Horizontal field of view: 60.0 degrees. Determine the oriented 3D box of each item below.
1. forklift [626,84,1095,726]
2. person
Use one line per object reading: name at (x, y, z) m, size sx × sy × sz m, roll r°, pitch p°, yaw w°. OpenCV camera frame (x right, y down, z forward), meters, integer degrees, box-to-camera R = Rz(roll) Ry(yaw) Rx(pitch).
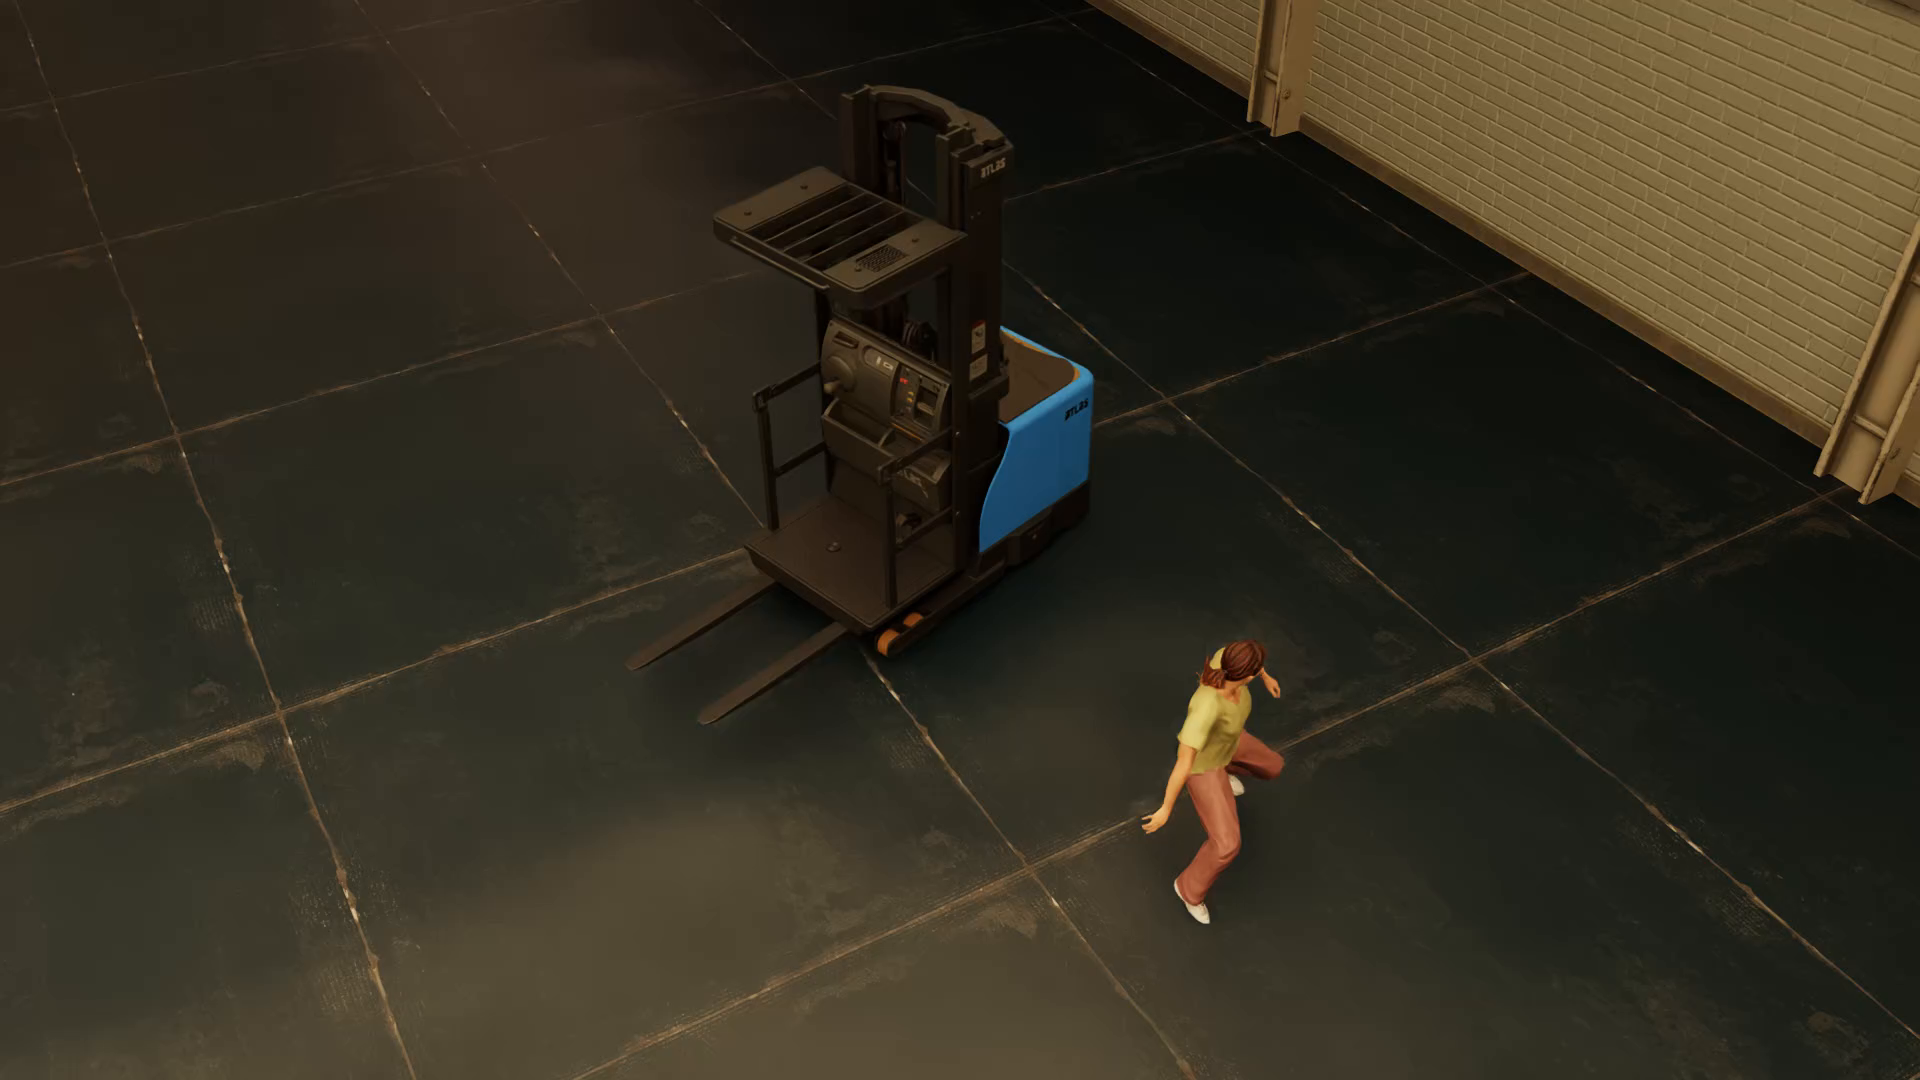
forklift at (-0.561, -0.824, 9.030) m, size 1.130 × 2.935 × 3.031 m, roll 31°, pitch 49°, yaw 32°
person at (1.218, 1.063, 7.928) m, size 0.508 × 1.540 × 1.073 m, roll 21°, pitch 44°, yaw 24°
